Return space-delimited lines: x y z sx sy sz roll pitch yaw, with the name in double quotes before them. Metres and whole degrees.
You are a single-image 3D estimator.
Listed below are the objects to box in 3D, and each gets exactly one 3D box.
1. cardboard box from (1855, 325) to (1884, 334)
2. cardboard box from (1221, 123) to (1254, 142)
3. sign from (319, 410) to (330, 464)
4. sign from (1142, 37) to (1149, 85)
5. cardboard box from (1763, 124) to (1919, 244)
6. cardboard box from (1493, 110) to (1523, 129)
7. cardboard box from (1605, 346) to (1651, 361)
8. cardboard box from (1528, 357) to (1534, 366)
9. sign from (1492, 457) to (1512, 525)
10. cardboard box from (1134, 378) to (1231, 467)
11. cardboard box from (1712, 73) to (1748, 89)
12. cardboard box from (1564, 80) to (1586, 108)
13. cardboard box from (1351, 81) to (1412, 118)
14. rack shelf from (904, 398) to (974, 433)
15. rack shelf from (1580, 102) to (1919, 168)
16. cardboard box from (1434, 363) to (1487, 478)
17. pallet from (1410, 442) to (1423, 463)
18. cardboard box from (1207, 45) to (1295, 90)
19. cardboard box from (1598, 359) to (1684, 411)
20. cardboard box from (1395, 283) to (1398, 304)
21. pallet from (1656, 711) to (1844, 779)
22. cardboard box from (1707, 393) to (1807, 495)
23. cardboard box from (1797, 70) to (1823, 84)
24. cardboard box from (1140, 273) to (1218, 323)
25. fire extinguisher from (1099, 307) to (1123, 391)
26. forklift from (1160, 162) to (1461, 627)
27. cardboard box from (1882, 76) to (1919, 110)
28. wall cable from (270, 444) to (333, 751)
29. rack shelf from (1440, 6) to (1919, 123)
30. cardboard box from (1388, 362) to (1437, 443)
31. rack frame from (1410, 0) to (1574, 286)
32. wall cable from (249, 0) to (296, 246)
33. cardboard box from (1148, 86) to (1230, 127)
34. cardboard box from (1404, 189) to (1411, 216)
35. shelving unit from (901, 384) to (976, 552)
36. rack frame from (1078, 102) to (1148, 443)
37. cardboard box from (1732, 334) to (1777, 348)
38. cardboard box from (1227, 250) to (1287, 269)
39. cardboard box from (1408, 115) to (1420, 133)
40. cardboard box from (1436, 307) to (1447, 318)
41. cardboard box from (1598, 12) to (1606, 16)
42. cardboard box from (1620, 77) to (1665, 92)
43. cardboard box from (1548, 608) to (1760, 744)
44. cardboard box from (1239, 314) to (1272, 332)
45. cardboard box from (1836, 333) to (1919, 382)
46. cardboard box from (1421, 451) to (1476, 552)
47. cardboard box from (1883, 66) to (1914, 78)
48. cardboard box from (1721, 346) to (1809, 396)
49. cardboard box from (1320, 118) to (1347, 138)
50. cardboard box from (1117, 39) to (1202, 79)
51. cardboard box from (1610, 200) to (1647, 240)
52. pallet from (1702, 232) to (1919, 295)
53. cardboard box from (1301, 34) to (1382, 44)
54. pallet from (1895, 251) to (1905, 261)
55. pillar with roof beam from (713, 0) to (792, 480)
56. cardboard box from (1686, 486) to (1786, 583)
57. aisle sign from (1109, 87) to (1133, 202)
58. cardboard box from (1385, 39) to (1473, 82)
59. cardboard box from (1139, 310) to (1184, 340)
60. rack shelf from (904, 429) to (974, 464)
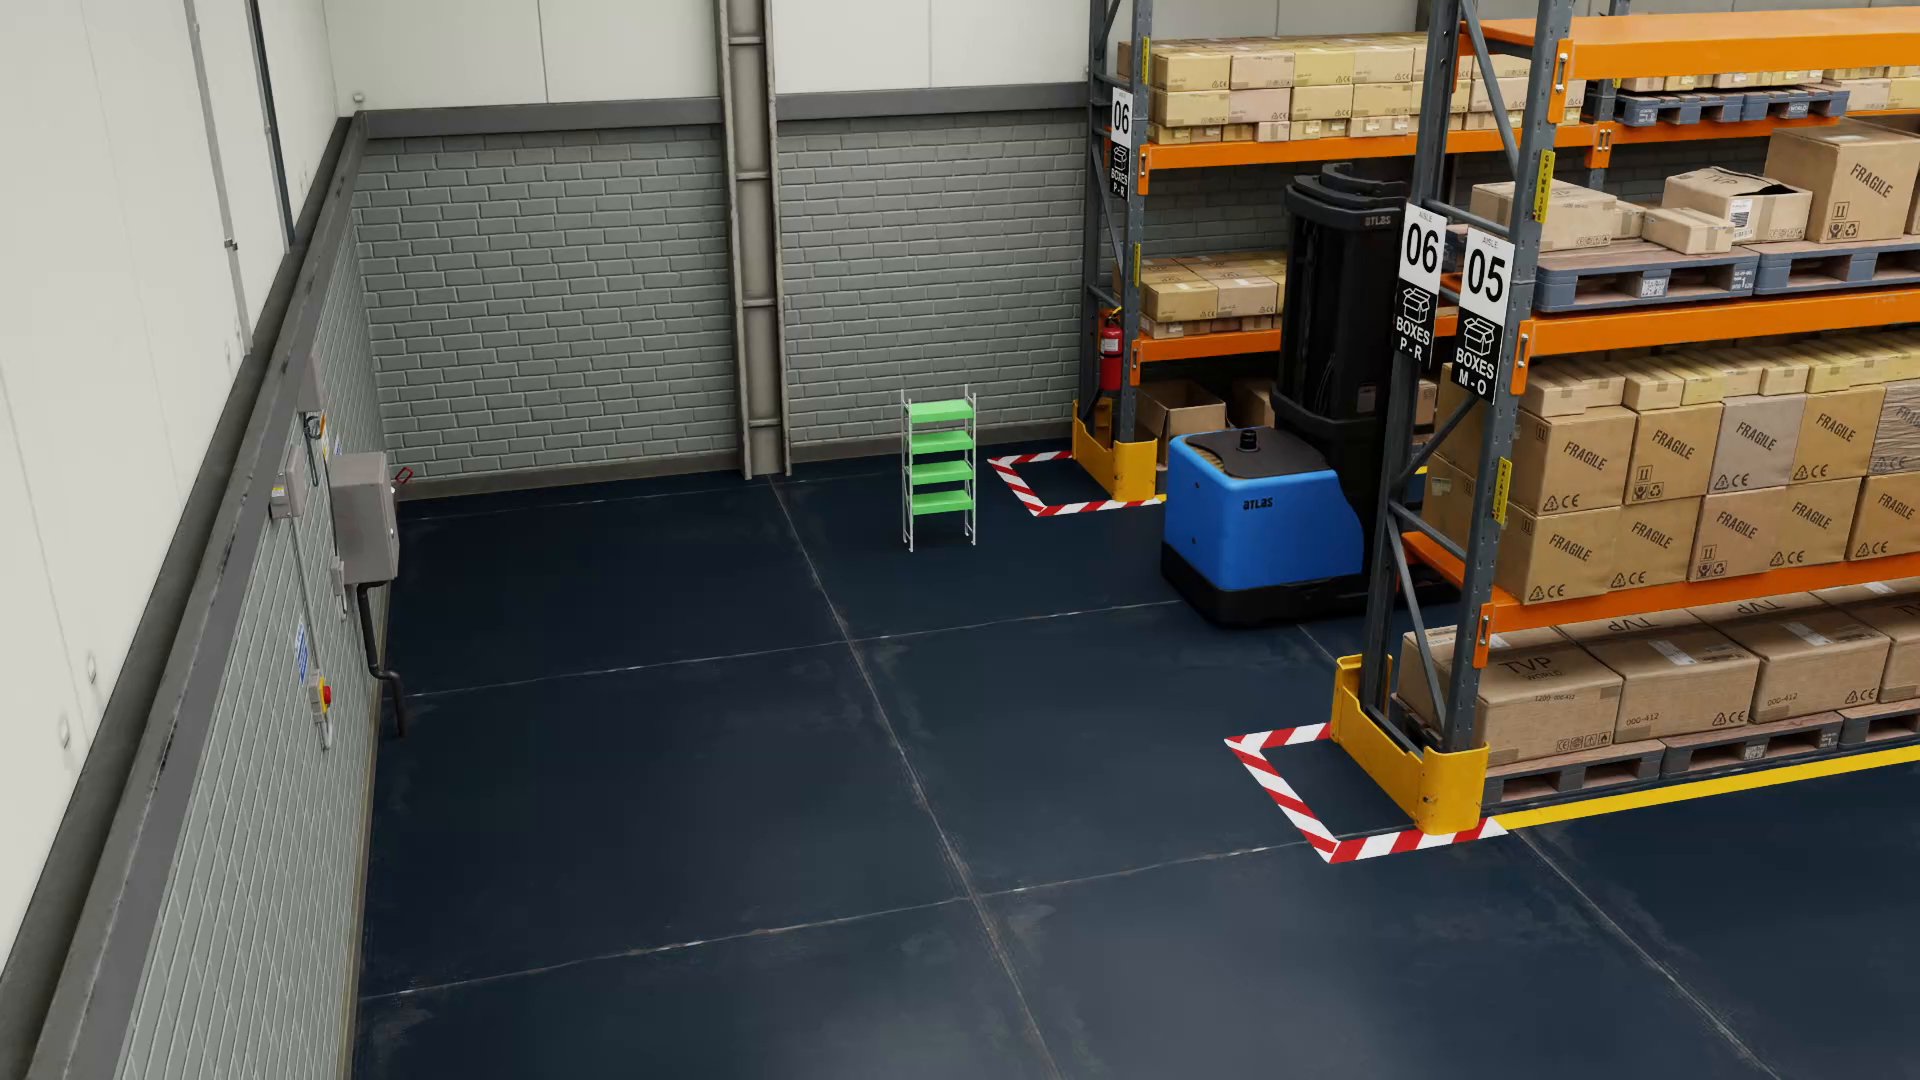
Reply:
"cardboard box" 5.022 -1.218 9.498 0.250 0.149 0.380 -7 24 -16
"cardboard box" 2.064 -3.172 12.784 0.250 0.149 0.380 -6 24 -14
"sign" -3.493 -0.561 9.136 0.001 0.242 0.339 -6 24 -14
"sign" 1.344 -3.479 12.072 0.005 0.325 0.100 -6 24 -14
"cardboard box" 4.523 -1.842 8.579 0.500 0.500 0.500 -6 24 -13
"cardboard box" 4.285 -3.394 13.299 0.250 0.149 0.380 -6 24 -13
"cardboard box" 3.550 -1.046 9.095 0.250 0.149 0.380 -6 24 -13
"cardboard box" 2.833 -0.939 8.847 0.250 0.149 0.380 -6 24 -14
"sign" 2.686 -0.244 8.246 0.005 0.325 0.100 -6 24 -14
"cardboard box" 1.812 -0.980 13.793 0.637 0.503 0.797 -7 24 -16
"cardboard box" 6.186 -3.787 13.557 0.250 0.149 0.380 -6 24 -14
"cardboard box" 4.652 -3.631 13.347 0.500 0.250 0.500 -6 24 -14
"cardboard box" 3.170 -3.470 12.973 0.500 0.250 0.500 -7 24 -15
"rack shelf" -0.159 -0.916 12.238 0.480 0.148 0.258 -6 24 -14
"rack shelf" 6.974 -3.592 14.356 4.000 0.370 1.077 -6 24 -14
"cardboard box" 2.942 -0.668 9.038 0.500 0.500 0.500 -6 24 -13
"pallet" 3.210 -0.845 14.383 1.213 0.211 1.003 -6 24 -14
"cardboard box" 2.187 -3.580 12.594 0.500 0.250 0.500 -6 24 -15
"cardboard box" 3.473 -0.796 8.514 0.250 0.149 0.380 -6 24 -13
"cardboard box" 3.662 -2.145 13.688 0.500 0.250 0.500 -6 24 -15
"pallet" 4.463 1.017 10.042 1.213 0.211 1.003 -6 24 -14
"cardboard box" 4.070 -0.585 8.844 0.500 0.500 0.500 -6 24 -15
"cardboard box" 6.917 -3.887 13.791 0.250 0.149 0.380 -6 24 -13
"cardboard box" 1.707 -1.919 13.161 0.500 0.250 0.500 -6 24 -14
"fire extinguisher" 1.180 -1.507 12.959 0.183 0.674 0.296 -6 24 -14
"forklift" 3.023 -1.086 11.493 3.031 2.935 1.130 -7 24 -16
"cardboard box" 7.988 -3.866 14.272 0.500 0.250 0.500 -6 24 -14
"wall cable" -2.881 0.107 7.298 0.123 1.953 0.585 -6 24 -14
"rack shelf" 4.467 -2.477 8.459 4.000 0.370 1.077 -6 24 -14
"cardboard box" 3.645 -1.165 14.230 0.500 0.500 0.700 -7 24 -16
"rack frame" 2.542 -2.778 7.742 0.127 3.000 1.000 -6 24 -14
"wall cable" -3.776 -3.430 9.214 0.133 3.039 2.988 -6 24 -14
"cardboard box" 1.698 -3.295 12.564 0.500 0.250 0.500 -7 24 -15
"cardboard box" 3.543 -2.686 13.998 0.500 0.500 0.500 -7 24 -16
"shelving unit" -0.159 -0.534 12.402 0.503 1.200 0.258 -6 24 -14
"rack frame" 1.197 -1.905 13.316 0.127 3.000 1.000 -6 24 -14
"cardboard box" 4.305 -1.116 9.260 0.250 0.149 0.380 -6 24 -13
"cardboard box" 2.543 -2.228 13.882 0.500 0.250 0.500 -6 24 -13
"cardboard box" 3.541 -3.323 13.134 0.250 0.149 0.380 -6 24 -14
"cardboard box" 3.823 -1.957 13.757 0.250 0.149 0.380 -7 24 -15
"cardboard box" 5.325 -4.219 13.661 0.258 0.266 0.396 -7 24 -15
"cardboard box" 5.444 -3.714 13.387 0.250 0.149 0.380 -6 24 -14
"cardboard box" 4.029 0.755 9.834 0.875 0.438 0.875 -6 24 -13
"cardboard box" 2.324 -1.810 13.413 0.250 0.149 0.380 -6 24 -13
"cardboard box" 4.934 -0.985 8.954 0.250 0.149 0.380 -7 24 -15
"cardboard box" 2.935 -0.219 9.259 0.500 0.500 0.500 -6 24 -14
"cardboard box" 7.881 -4.039 14.170 0.250 0.149 0.380 -6 24 -14
"cardboard box" 4.211 -0.890 8.732 0.250 0.149 0.380 -6 24 -14
"cardboard box" 2.803 -3.240 12.943 0.250 0.149 0.380 -7 24 -15
"cardboard box" 1.550 -3.734 12.954 0.500 0.250 0.500 -7 24 -16
"cardboard box" 3.333 -1.680 8.647 0.250 0.149 0.380 -8 25 -18
"pallet" 4.430 -1.573 8.851 1.213 0.211 1.003 -6 24 -14
"cardboard box" 3.033 -3.891 13.320 0.500 0.250 0.500 -6 24 -14
"pallet" 5.602 -1.702 9.150 1.213 0.211 1.003 -6 24 -14
"pillar with roof beam" -0.479 -3.083 8.452 0.400 9.000 9.100 -6 24 -14
"cardboard box" 4.055 -0.121 9.031 0.500 0.500 0.500 -6 24 -15
"aisle sign" 1.211 -2.981 12.527 0.004 0.787 0.394 -6 24 -14
"cardboard box" 3.651 -3.754 12.999 0.500 0.250 0.500 -6 24 -13
"cardboard box" 1.588 -1.720 13.204 0.250 0.149 0.380 -6 24 -15
"rack shelf" -0.159 -0.696 12.333 0.480 0.148 0.258 -6 24 -14
